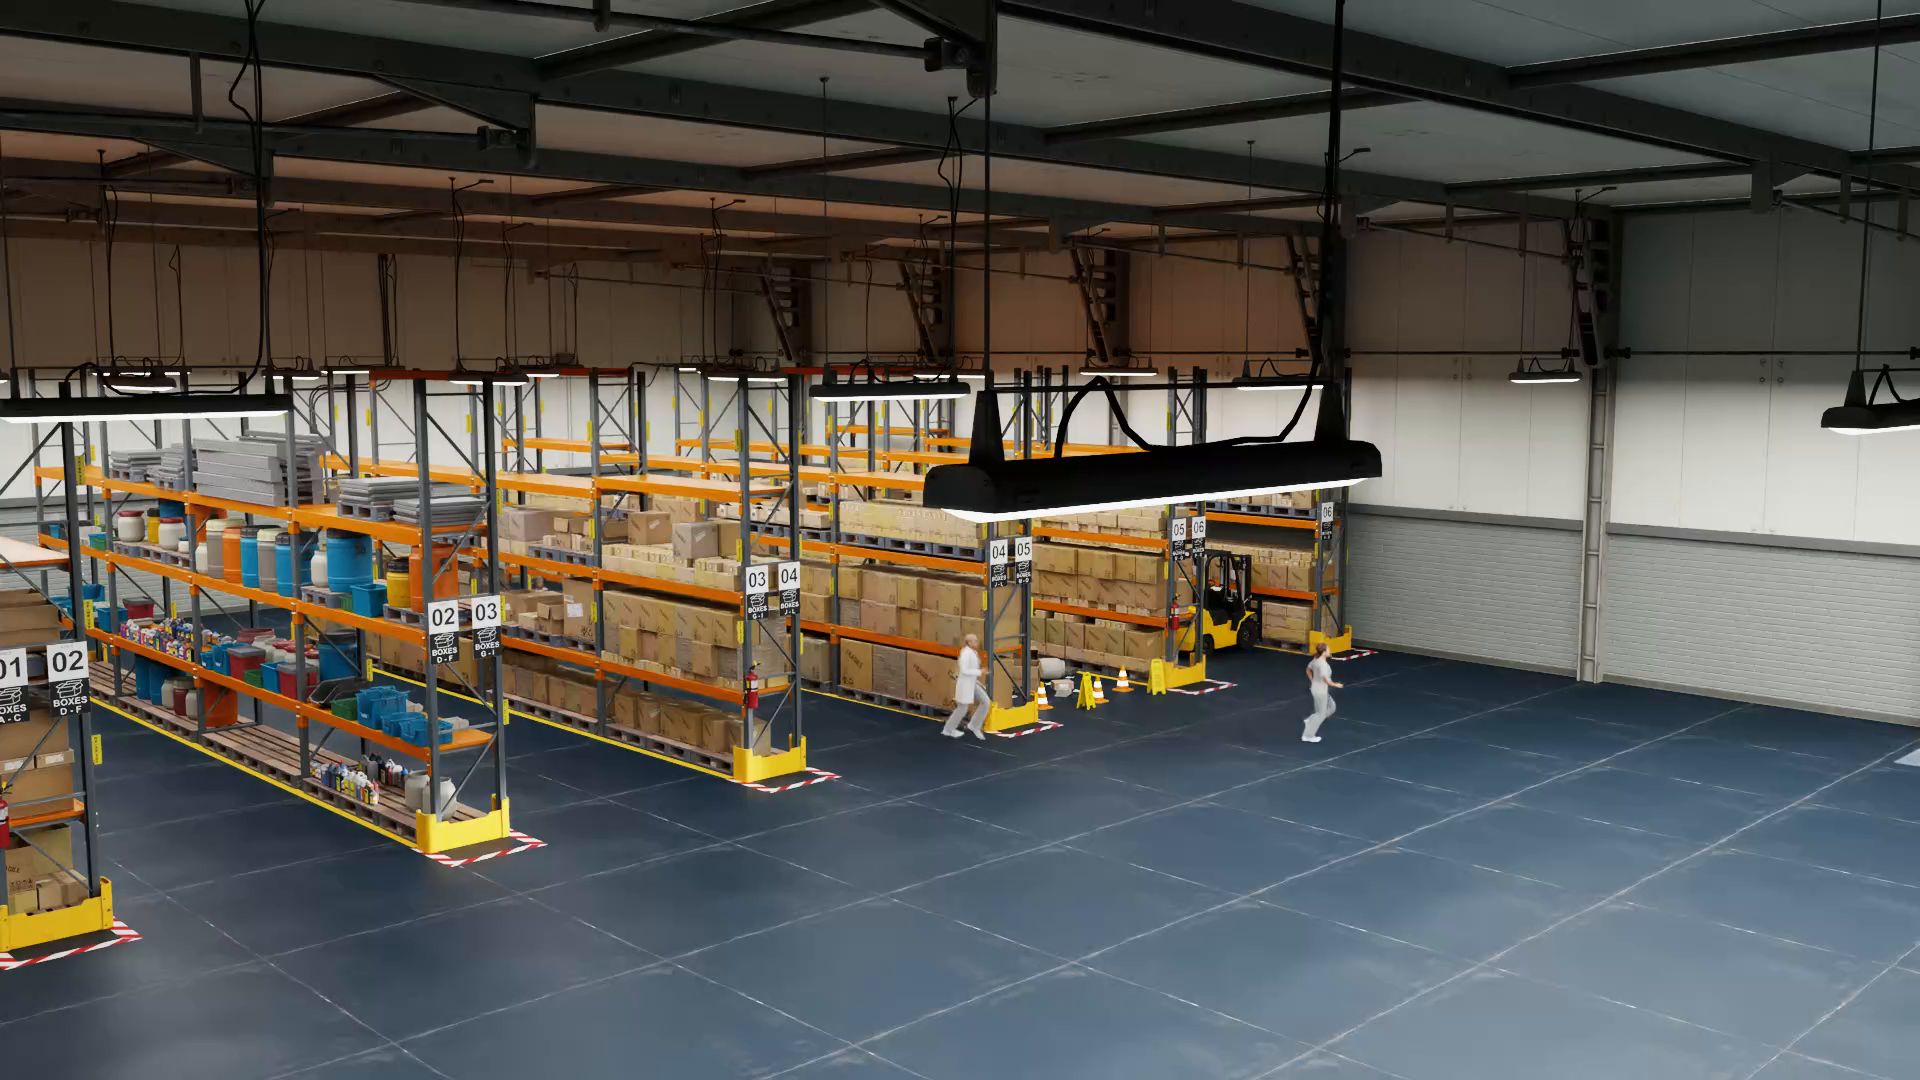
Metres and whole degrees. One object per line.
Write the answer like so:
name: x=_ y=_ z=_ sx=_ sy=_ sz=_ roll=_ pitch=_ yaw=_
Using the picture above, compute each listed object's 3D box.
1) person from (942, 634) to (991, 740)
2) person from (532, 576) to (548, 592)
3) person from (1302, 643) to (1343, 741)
person: x=0.127 y=2.412 z=27.136 sx=0.865 sy=1.779 sz=0.722 roll=2 pitch=7 yaw=18
person: x=-8.763 y=1.555 z=34.837 sx=0.624 sy=1.659 sz=0.822 roll=-5 pitch=8 yaw=-40
person: x=5.899 y=2.470 z=27.074 sx=0.636 sy=1.624 sz=0.543 roll=0 pitch=6 yaw=-1
